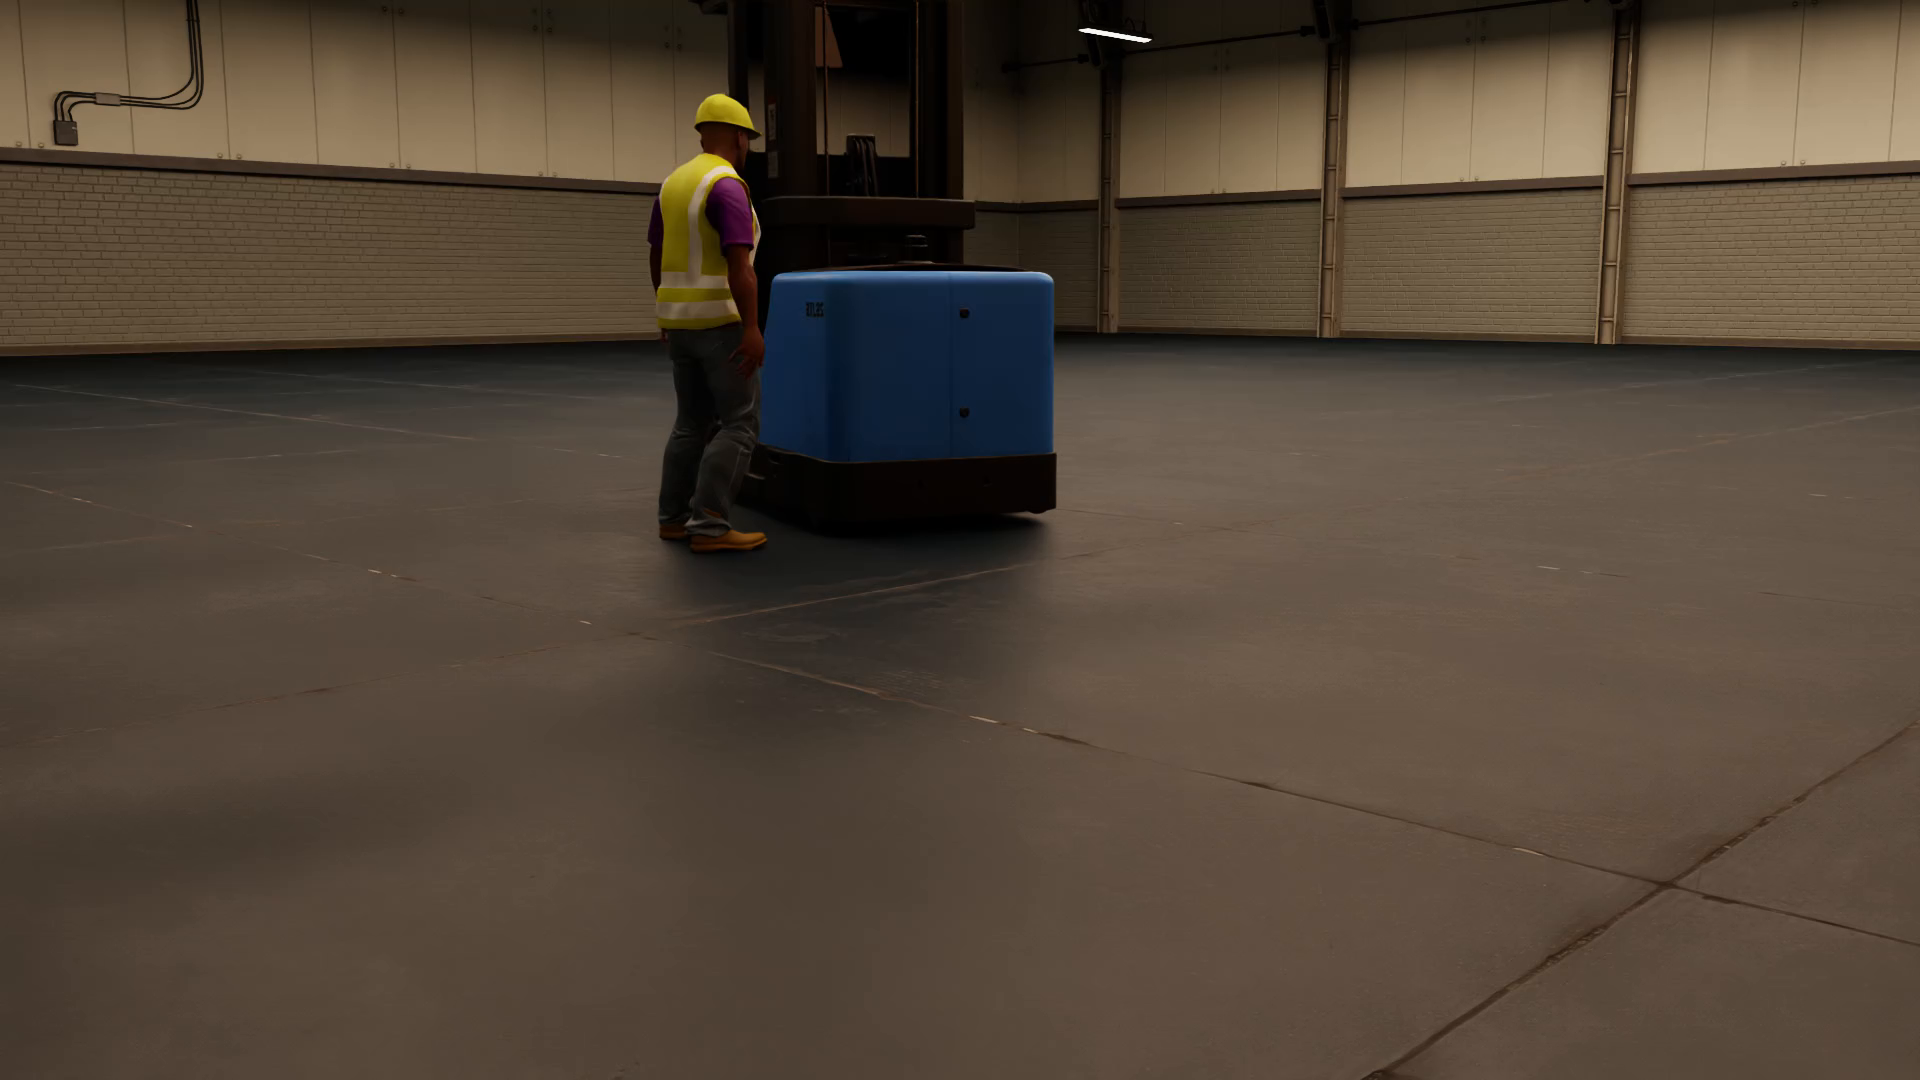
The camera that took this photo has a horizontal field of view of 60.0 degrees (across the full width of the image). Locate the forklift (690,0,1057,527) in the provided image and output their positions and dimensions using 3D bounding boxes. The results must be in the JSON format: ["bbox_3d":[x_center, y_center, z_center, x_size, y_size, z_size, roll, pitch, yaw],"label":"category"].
[{"bbox_3d":[-0.646,-1.685,8.062,1.130,2.935,3.031,-4,9,-24],"label":"forklift"}]

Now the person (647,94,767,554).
[{"bbox_3d":[-0.943,-0.839,6.451,0.423,1.739,0.829,-7,11,-39],"label":"person"}]
